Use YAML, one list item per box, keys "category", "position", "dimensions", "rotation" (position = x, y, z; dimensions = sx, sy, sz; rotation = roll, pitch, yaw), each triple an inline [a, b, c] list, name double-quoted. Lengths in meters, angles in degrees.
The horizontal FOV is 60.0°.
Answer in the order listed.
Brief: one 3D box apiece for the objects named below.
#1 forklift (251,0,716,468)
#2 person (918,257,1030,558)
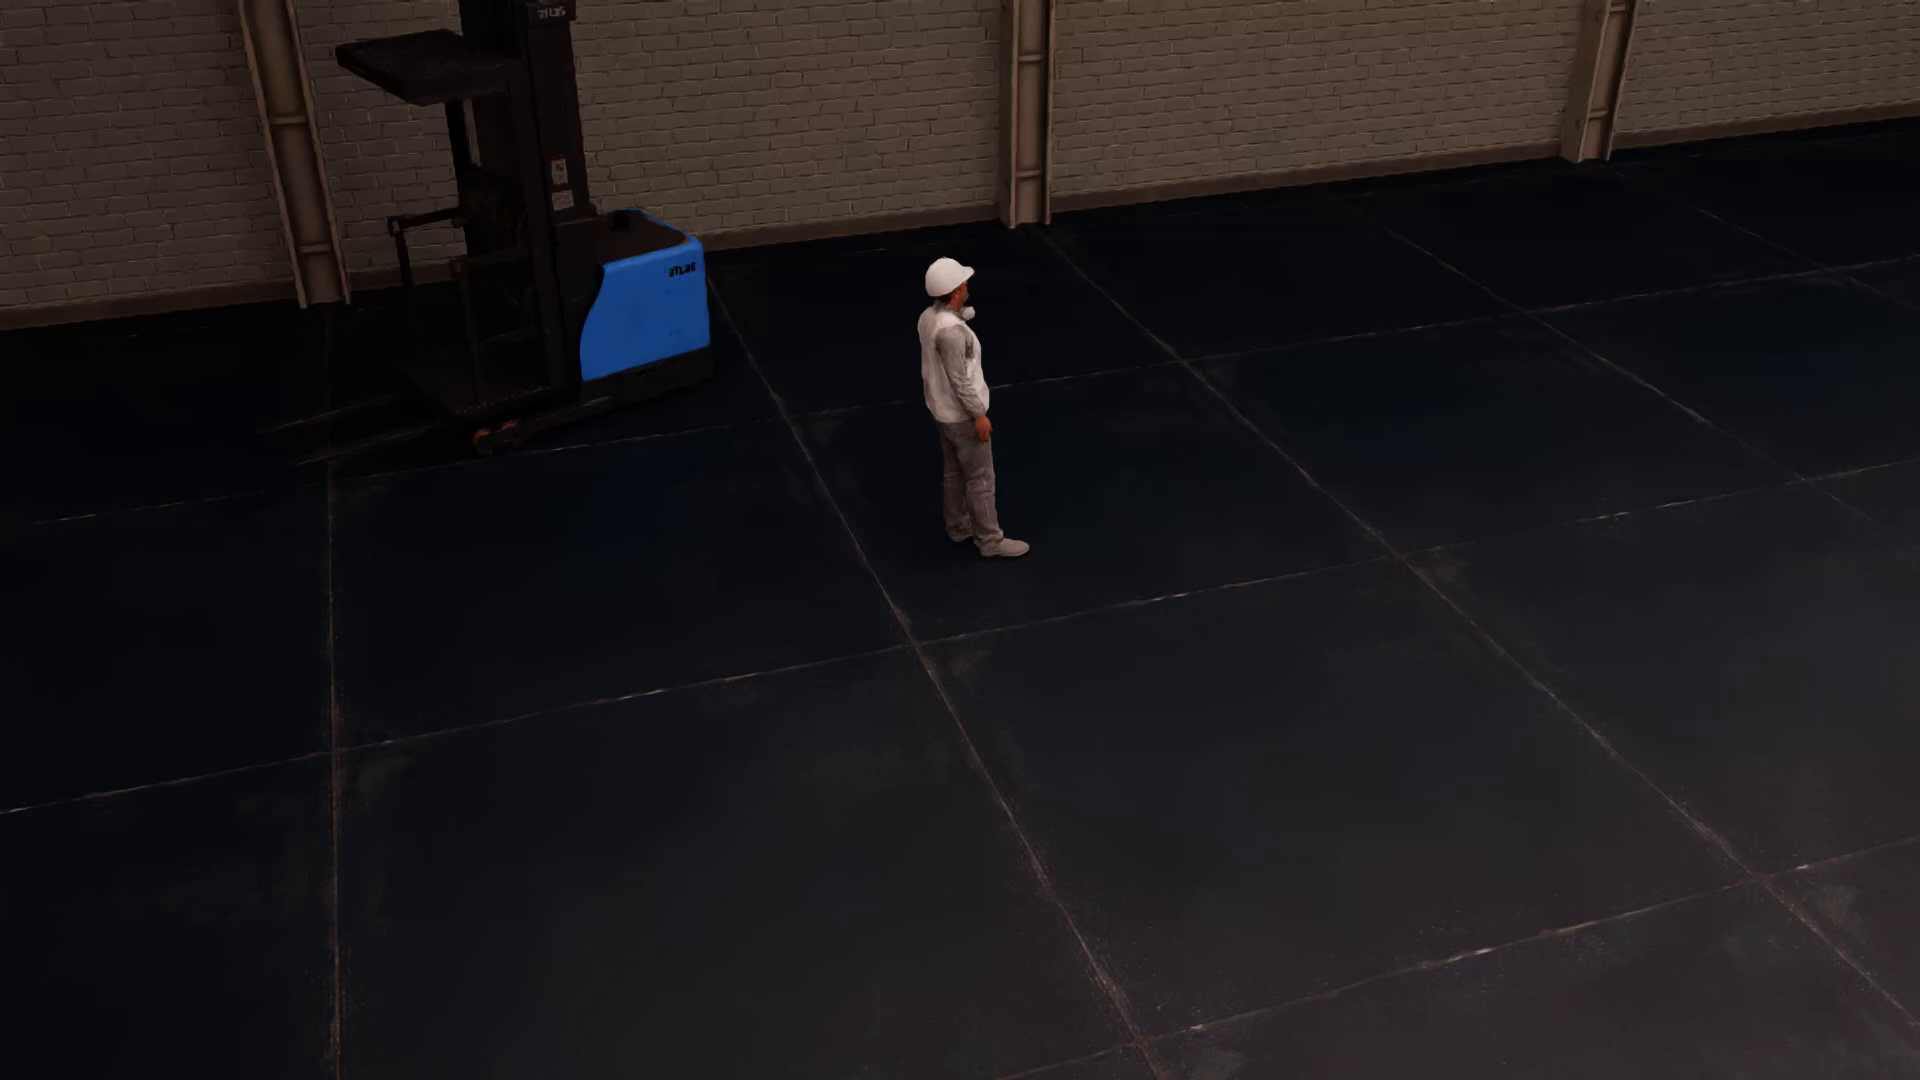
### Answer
- category: "forklift"
  position: [-3.227, -2.131, 10.791]
  dimensions: [3.031, 2.935, 1.130]
  rotation: [-22, 36, -33]
- category: "person"
  position: [0.062, -0.781, 9.591]
  dimensions: [0.567, 1.773, 0.632]
  rotation: [-10, 31, -16]
